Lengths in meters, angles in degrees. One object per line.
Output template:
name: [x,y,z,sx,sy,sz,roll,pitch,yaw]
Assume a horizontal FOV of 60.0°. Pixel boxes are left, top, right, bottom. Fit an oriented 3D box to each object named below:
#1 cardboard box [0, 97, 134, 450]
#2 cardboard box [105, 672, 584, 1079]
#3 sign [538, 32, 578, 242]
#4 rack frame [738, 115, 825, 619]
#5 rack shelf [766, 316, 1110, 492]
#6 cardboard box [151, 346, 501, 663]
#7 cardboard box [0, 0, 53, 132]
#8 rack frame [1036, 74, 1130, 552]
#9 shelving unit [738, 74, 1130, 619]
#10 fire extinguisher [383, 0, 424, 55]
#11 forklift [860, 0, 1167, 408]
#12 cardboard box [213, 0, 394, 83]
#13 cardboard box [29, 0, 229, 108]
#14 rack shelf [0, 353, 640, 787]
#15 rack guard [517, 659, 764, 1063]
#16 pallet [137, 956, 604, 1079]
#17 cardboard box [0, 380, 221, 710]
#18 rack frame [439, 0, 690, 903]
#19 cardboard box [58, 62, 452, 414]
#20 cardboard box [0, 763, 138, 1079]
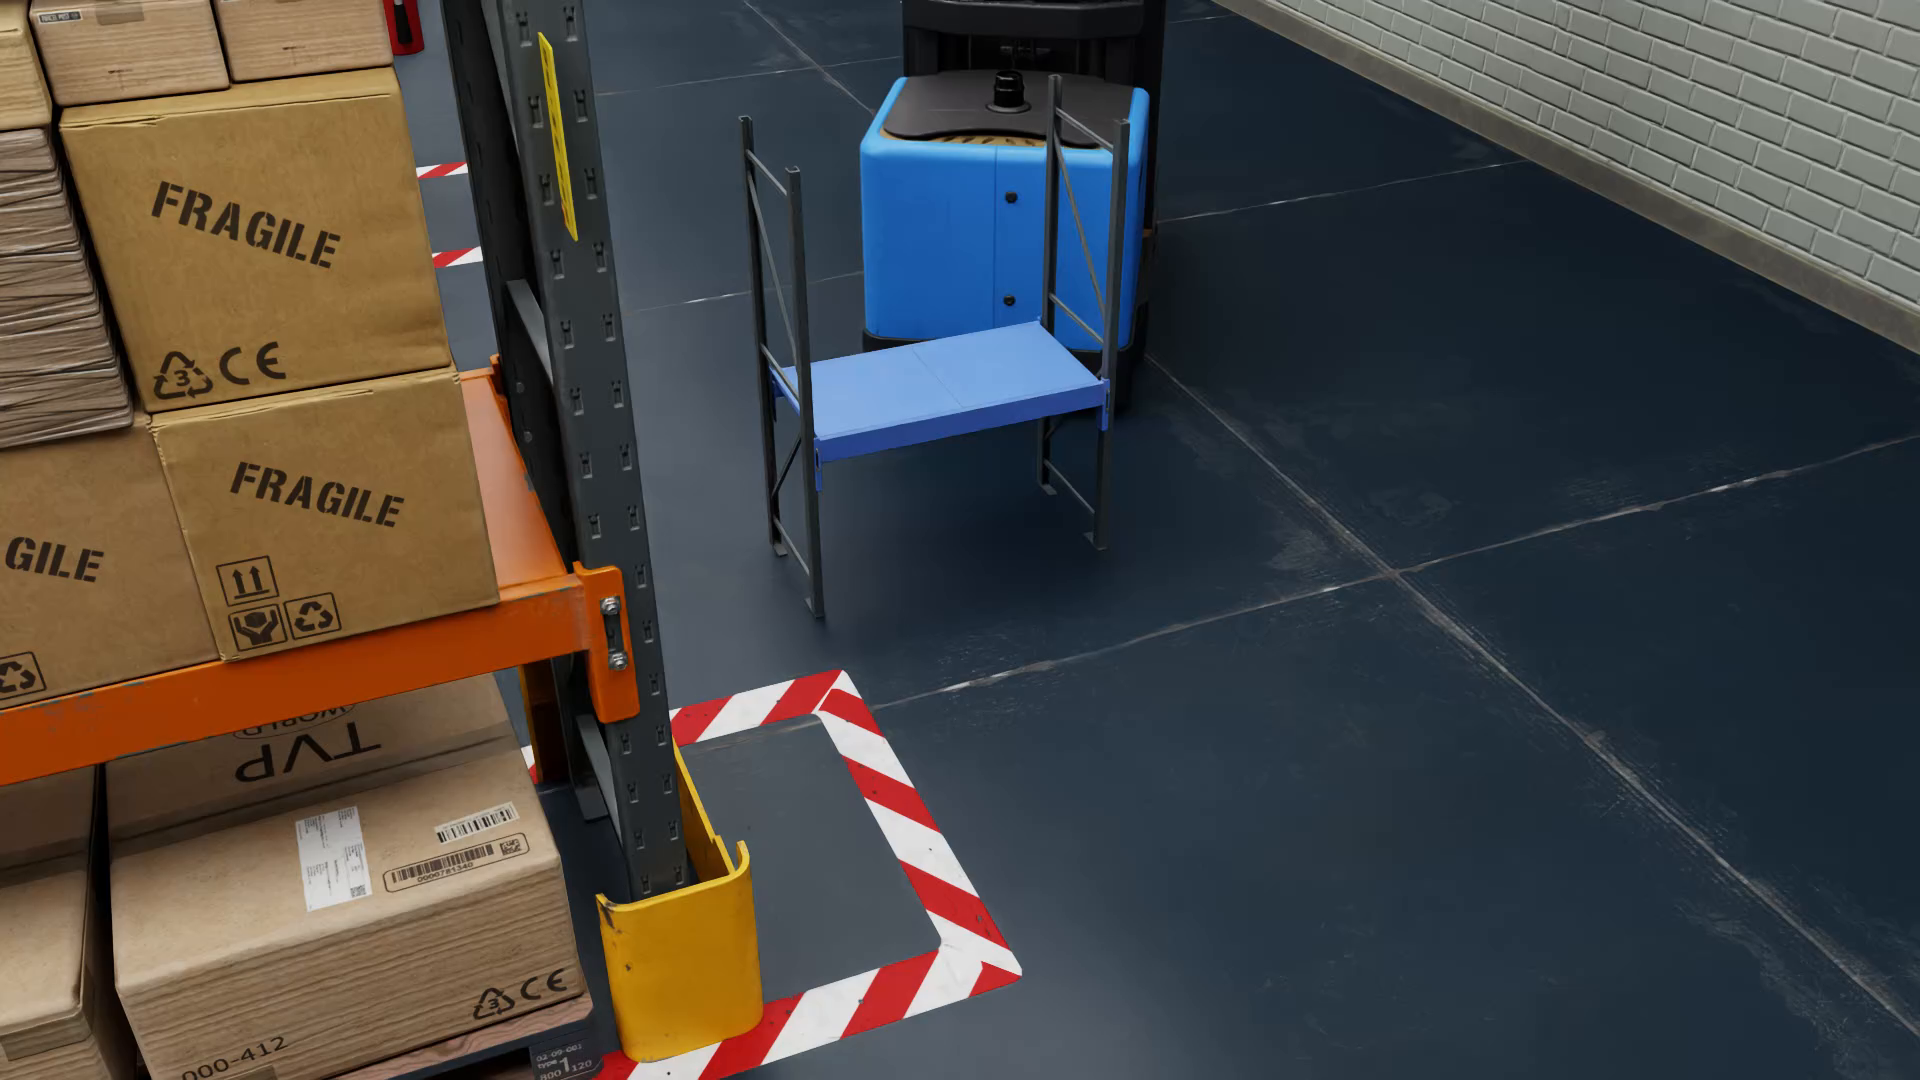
cardboard box: [-1.682,-0.466,2.707,0.500,0.500,0.500,-13,35,-19]
cardboard box: [-1.428,0.736,3.833,0.875,0.438,0.875,-14,36,-21]
sign: [-0.661,-0.660,2.736,0.005,0.325,0.100,-13,35,-19]
rack frame: [-0.547,-0.503,5.148,0.032,1.500,0.500,-13,35,-19]
rack shelf: [-0.079,-0.460,5.411,1.000,0.185,0.538,-13,35,-19]
cardboard box: [-1.201,-0.159,3.152,0.500,0.500,0.500,-13,35,-19]
cardboard box: [-1.542,-0.746,2.542,0.250,0.149,0.380,-13,35,-19]
rack frame: [0.390,-0.718,5.478,0.032,1.500,0.500,-13,35,-19]
shelving unit: [-0.079,-0.611,5.313,1.048,1.500,0.538,-13,35,-19]
fire extinguisher: [-2.457,-2.452,7.181,0.183,0.674,0.296,-13,35,-19]
forklift: [0.340,-2.523,6.940,1.130,2.935,3.031,4,33,7]
cardboard box: [-1.112,-0.908,2.792,0.250,0.149,0.380,-12,35,-18]
cardboard box: [-1.337,-0.842,2.691,0.250,0.149,0.380,-12,35,-18]
rack shelf: [-2.703,0.372,3.087,4.000,0.370,1.077,-13,35,-19]
rack guard: [-0.837,0.691,4.230,0.348,0.500,1.175,-13,35,-19]
pallet: [-1.566,1.025,3.981,1.213,0.211,1.003,-13,35,-19]
cardboard box: [-1.670,-0.060,3.001,0.500,0.500,0.500,-14,35,-20]
rack frame: [-0.859,-0.352,3.540,0.127,3.000,1.000,-13,35,-19]
cardboard box: [-1.211,-0.591,2.900,0.500,0.500,0.500,-12,35,-17]
cardboard box: [-2.269,0.933,3.529,0.875,0.438,0.875,-12,35,-18]
